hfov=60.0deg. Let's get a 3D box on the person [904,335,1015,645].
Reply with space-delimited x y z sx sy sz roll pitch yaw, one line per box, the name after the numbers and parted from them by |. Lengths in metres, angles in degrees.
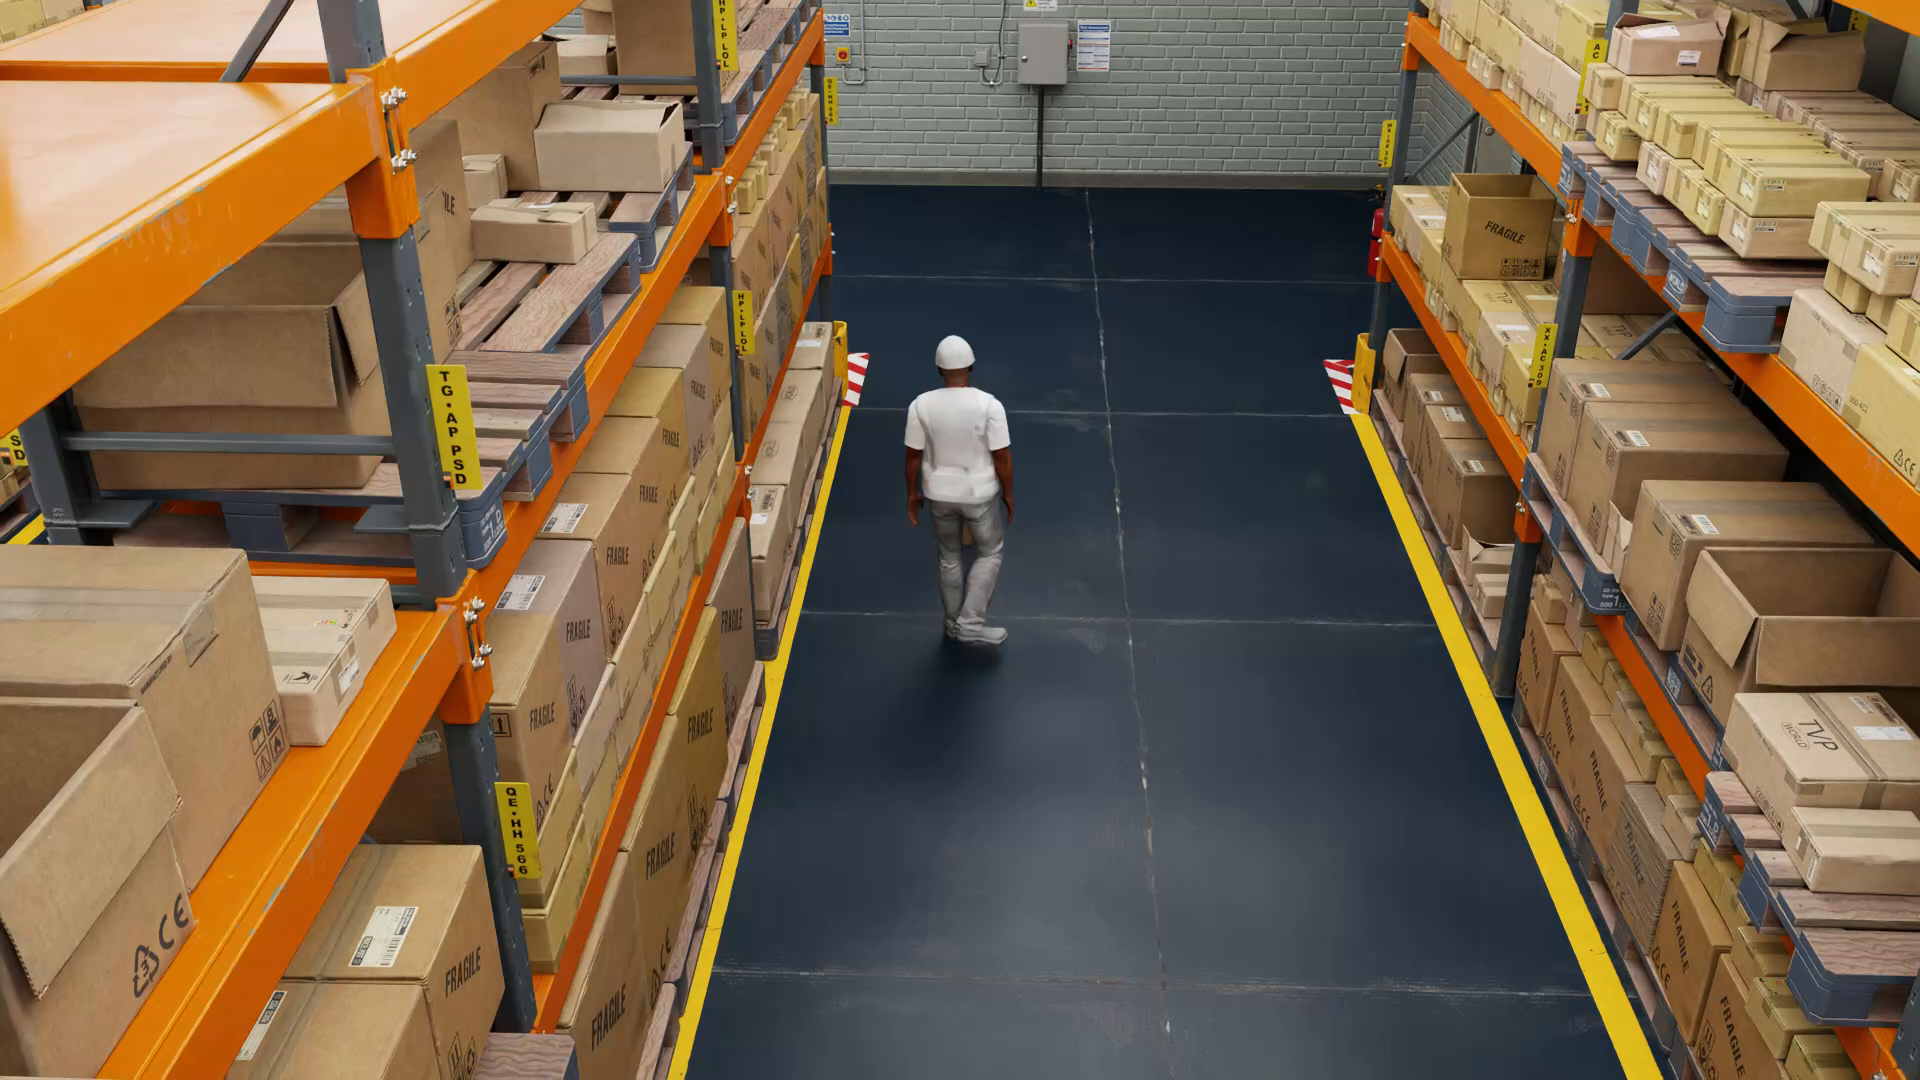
-0.010 -0.226 9.028 0.604 1.757 0.569 6 28 12 | person
